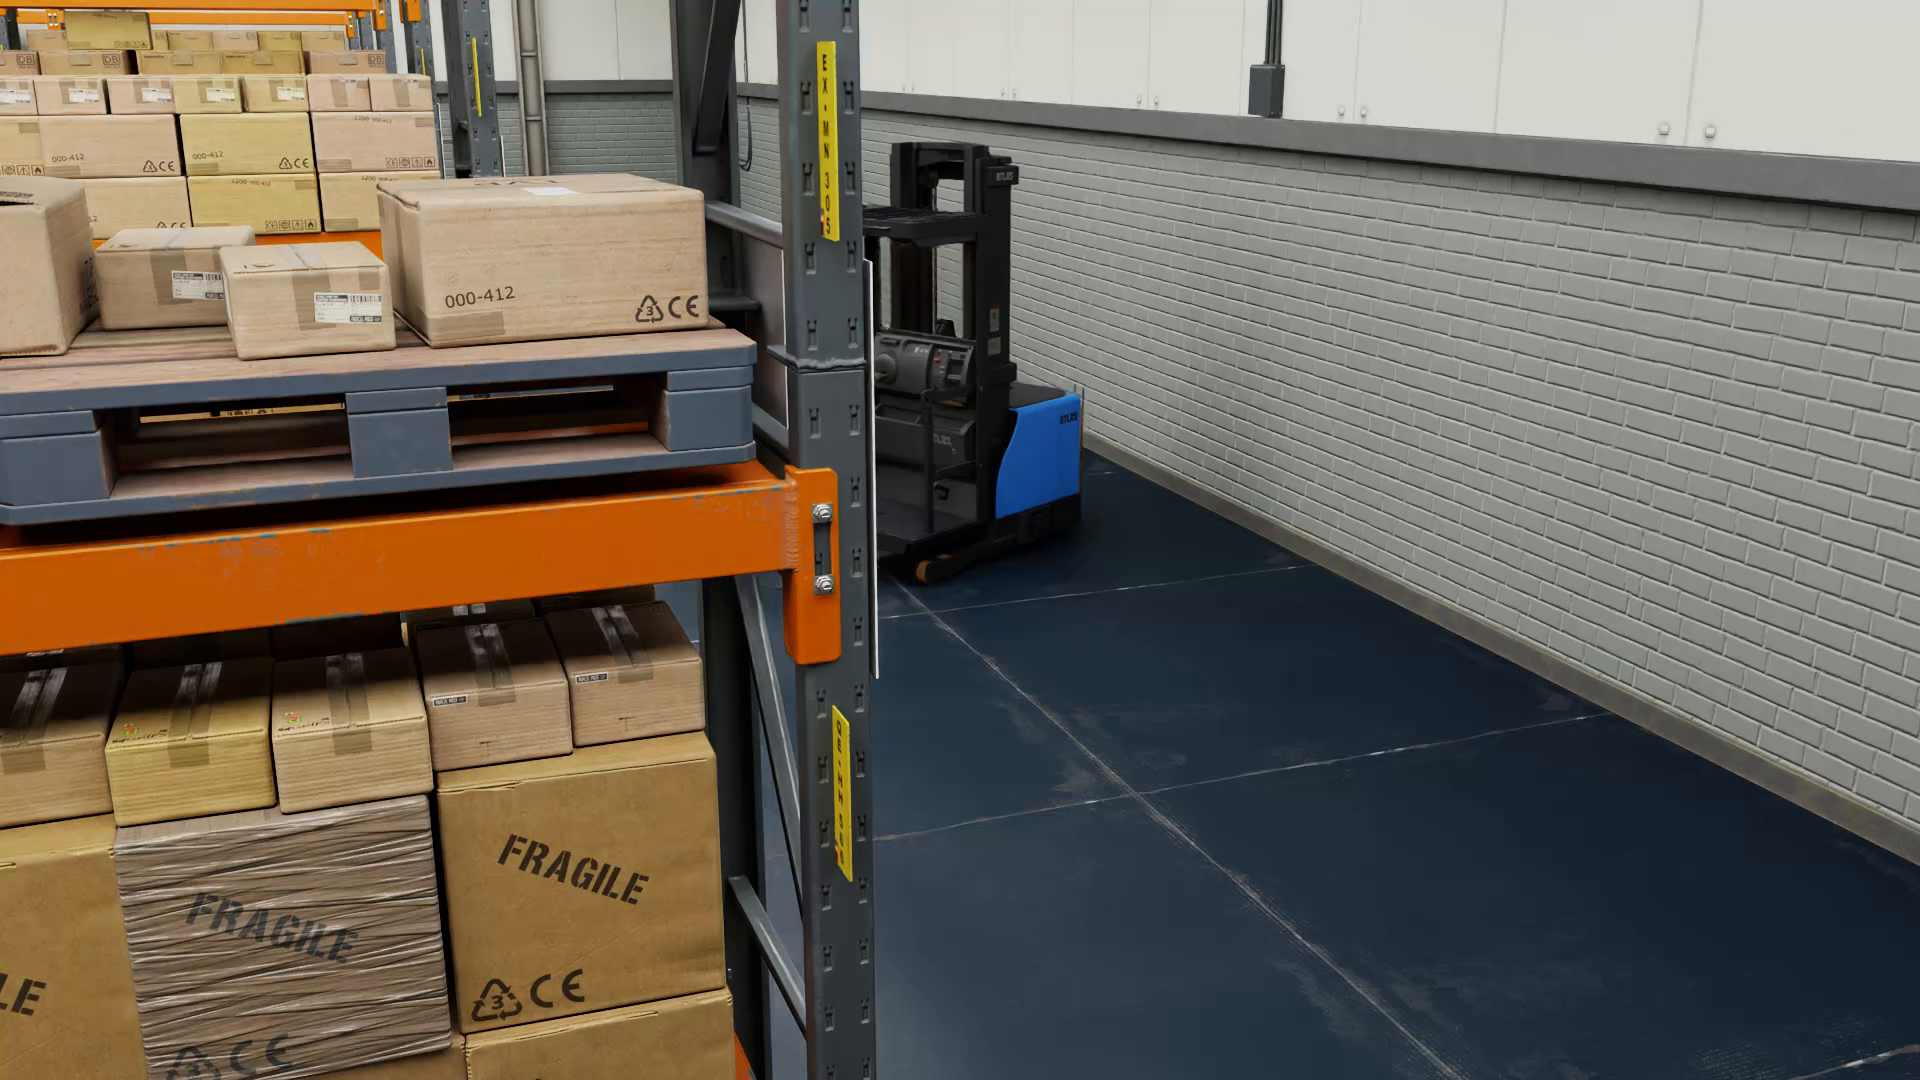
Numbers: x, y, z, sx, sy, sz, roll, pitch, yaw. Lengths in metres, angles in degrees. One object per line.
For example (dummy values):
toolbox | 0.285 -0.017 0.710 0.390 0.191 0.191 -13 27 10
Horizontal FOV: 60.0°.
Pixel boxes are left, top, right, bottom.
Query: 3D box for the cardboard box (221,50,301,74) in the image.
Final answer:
cardboard box | -4.987 -3.246 11.903 0.500 0.500 0.700 -7 18 -22

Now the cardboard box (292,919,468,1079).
cardboard box | -1.236 1.124 3.270 0.500 0.500 0.500 -7 18 -21

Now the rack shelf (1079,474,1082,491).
rack shelf | 0.811 -0.410 13.152 0.240 0.259 0.215 -5 17 -15

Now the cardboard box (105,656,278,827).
cardboard box | -1.359 0.351 2.975 0.250 0.149 0.380 -6 17 -19

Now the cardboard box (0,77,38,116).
cardboard box | -3.921 -1.824 6.832 0.250 0.149 0.380 -7 18 -22

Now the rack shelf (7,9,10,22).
rack shelf | -13.096 -5.944 18.854 4.000 0.370 1.077 -6 17 -20

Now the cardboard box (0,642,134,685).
cardboard box | -1.805 0.244 3.341 0.250 0.149 0.380 -6 17 -20

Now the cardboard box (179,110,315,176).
cardboard box | -3.087 -1.727 7.211 0.500 0.250 0.500 -7 18 -22

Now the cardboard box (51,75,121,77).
cardboard box | -3.890 -2.002 7.440 0.250 0.149 0.380 -6 17 -18

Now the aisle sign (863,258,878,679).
aisle sign | -0.228 -0.166 3.227 0.004 0.787 0.394 -6 17 -20

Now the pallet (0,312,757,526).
pallet | -1.095 -0.312 3.172 1.213 0.211 1.003 -6 17 -20

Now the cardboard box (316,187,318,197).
cardboard box | -8.282 -4.567 20.873 0.500 0.500 0.500 -6 17 -19

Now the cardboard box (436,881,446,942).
cardboard box | -1.419 0.990 3.726 0.500 0.500 0.500 -6 18 -21

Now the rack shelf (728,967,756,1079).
rack shelf | -2.273 1.554 3.261 4.000 0.370 1.077 -6 17 -20

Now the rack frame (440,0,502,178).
rack frame | -2.271 -3.164 7.401 0.127 3.000 1.000 -6 17 -20

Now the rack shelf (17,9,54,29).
rack shelf | -14.872 -7.247 23.291 4.000 0.370 1.077 -6 17 -20

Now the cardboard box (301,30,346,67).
cardboard box | -7.967 -6.118 20.833 0.500 0.500 0.700 -6 17 -20

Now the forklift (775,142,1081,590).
forklift | -0.415 -1.259 11.685 1.130 2.935 3.031 14 21 39

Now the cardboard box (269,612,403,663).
cardboard box | -1.339 0.172 3.585 0.250 0.149 0.380 -6 17 -18

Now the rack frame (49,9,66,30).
rack frame | -13.004 -7.985 23.820 0.127 3.000 1.000 -6 17 -20

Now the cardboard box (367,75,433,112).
cardboard box | -2.477 -1.973 7.341 0.250 0.149 0.380 -6 18 -21

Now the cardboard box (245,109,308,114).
cardboard box | -3.261 -1.864 7.676 0.500 0.250 0.500 -6 18 -21

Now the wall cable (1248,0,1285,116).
wall cable | 2.562 -5.686 10.279 0.120 5.999 2.277 -6 17 -20

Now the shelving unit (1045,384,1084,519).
shelving unit | 0.811 -0.687 13.072 0.252 1.050 0.215 -5 17 -15

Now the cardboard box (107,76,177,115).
cardboard box | -3.447 -1.883 7.034 0.250 0.149 0.380 -7 18 -21

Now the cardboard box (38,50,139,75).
cardboard box | -5.935 -3.097 11.397 0.500 0.500 0.700 -5 17 -18

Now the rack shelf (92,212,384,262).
rack shelf | -4.139 -1.178 7.238 4.000 0.370 1.077 -6 17 -20

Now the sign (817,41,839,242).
sign | -0.225 -0.675 2.819 0.005 0.325 0.100 -6 17 -20

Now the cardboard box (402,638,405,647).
cardboard box | -1.436 0.507 3.598 0.500 0.500 0.500 -7 18 -22

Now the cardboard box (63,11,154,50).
cardboard box | -5.842 -3.496 11.425 0.500 0.250 0.500 -7 18 -22

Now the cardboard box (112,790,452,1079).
cardboard box | -1.248 0.651 3.106 0.500 0.500 0.500 -6 17 -20

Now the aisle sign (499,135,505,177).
aisle sign | -2.096 -1.461 7.636 0.004 0.787 0.394 -6 17 -20

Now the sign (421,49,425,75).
sign | -3.771 -3.282 11.698 0.005 0.325 0.100 -6 17 -20

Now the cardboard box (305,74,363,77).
cardboard box | -2.900 -2.090 7.739 0.250 0.149 0.380 -5 17 -18

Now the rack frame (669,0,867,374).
rack frame | -0.406 -1.872 3.001 0.127 3.000 1.000 -6 17 -20

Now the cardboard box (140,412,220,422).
cardboard box | -3.565 -0.738 7.309 0.500 0.500 0.500 -5 17 -17

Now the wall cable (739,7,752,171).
wall cable | -3.860 -7.375 27.253 0.112 2.526 3.097 -6 17 -20

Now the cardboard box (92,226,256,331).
cardboard box | -1.504 -0.512 3.218 0.250 0.149 0.380 -5 17 -18

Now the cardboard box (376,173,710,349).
cardboard box | -0.794 -0.541 3.136 0.500 0.250 0.500 -8 18 -25

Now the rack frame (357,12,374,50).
rack frame | -7.493 -7.086 20.756 0.127 3.000 1.000 -6 17 -20

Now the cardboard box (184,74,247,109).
cardboard box | -3.407 -2.058 7.629 0.250 0.149 0.380 -6 17 -19

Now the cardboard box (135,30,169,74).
cardboard box | -9.805 -5.895 20.074 0.500 0.500 0.700 -6 17 -20

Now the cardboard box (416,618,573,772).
cardboard box | -0.898 0.289 3.188 0.250 0.149 0.380 -6 17 -19

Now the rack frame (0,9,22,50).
rack frame | -11.228 -6.682 19.383 0.127 3.000 1.000 -6 17 -20

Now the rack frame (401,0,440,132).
rack frame | -3.952 -4.479 11.880 0.127 3.000 1.000 -6 17 -20

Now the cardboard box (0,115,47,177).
cardboard box | -4.042 -1.628 6.875 0.500 0.250 0.500 -7 18 -22

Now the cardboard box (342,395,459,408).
cardboard box | -2.610 -0.844 7.669 0.500 0.500 0.500 -7 18 -21

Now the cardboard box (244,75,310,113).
cardboard box | -2.981 -1.948 7.255 0.250 0.149 0.380 -7 18 -22

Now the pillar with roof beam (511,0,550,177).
pillar with roof beam | -5.517 -7.756 23.038 0.400 9.000 9.100 -6 17 -20

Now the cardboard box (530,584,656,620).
cardboard box | -0.836 0.131 3.726 0.250 0.149 0.380 -6 17 -19

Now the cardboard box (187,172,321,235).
cardboard box | -3.075 -1.484 7.270 0.500 0.250 0.500 -6 17 -20

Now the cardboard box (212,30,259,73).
cardboard box | -8.893 -6.011 20.470 0.500 0.500 0.700 -6 17 -20

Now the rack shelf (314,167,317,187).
rack shelf | -5.819 -2.493 11.717 4.000 0.370 1.077 -6 17 -20
